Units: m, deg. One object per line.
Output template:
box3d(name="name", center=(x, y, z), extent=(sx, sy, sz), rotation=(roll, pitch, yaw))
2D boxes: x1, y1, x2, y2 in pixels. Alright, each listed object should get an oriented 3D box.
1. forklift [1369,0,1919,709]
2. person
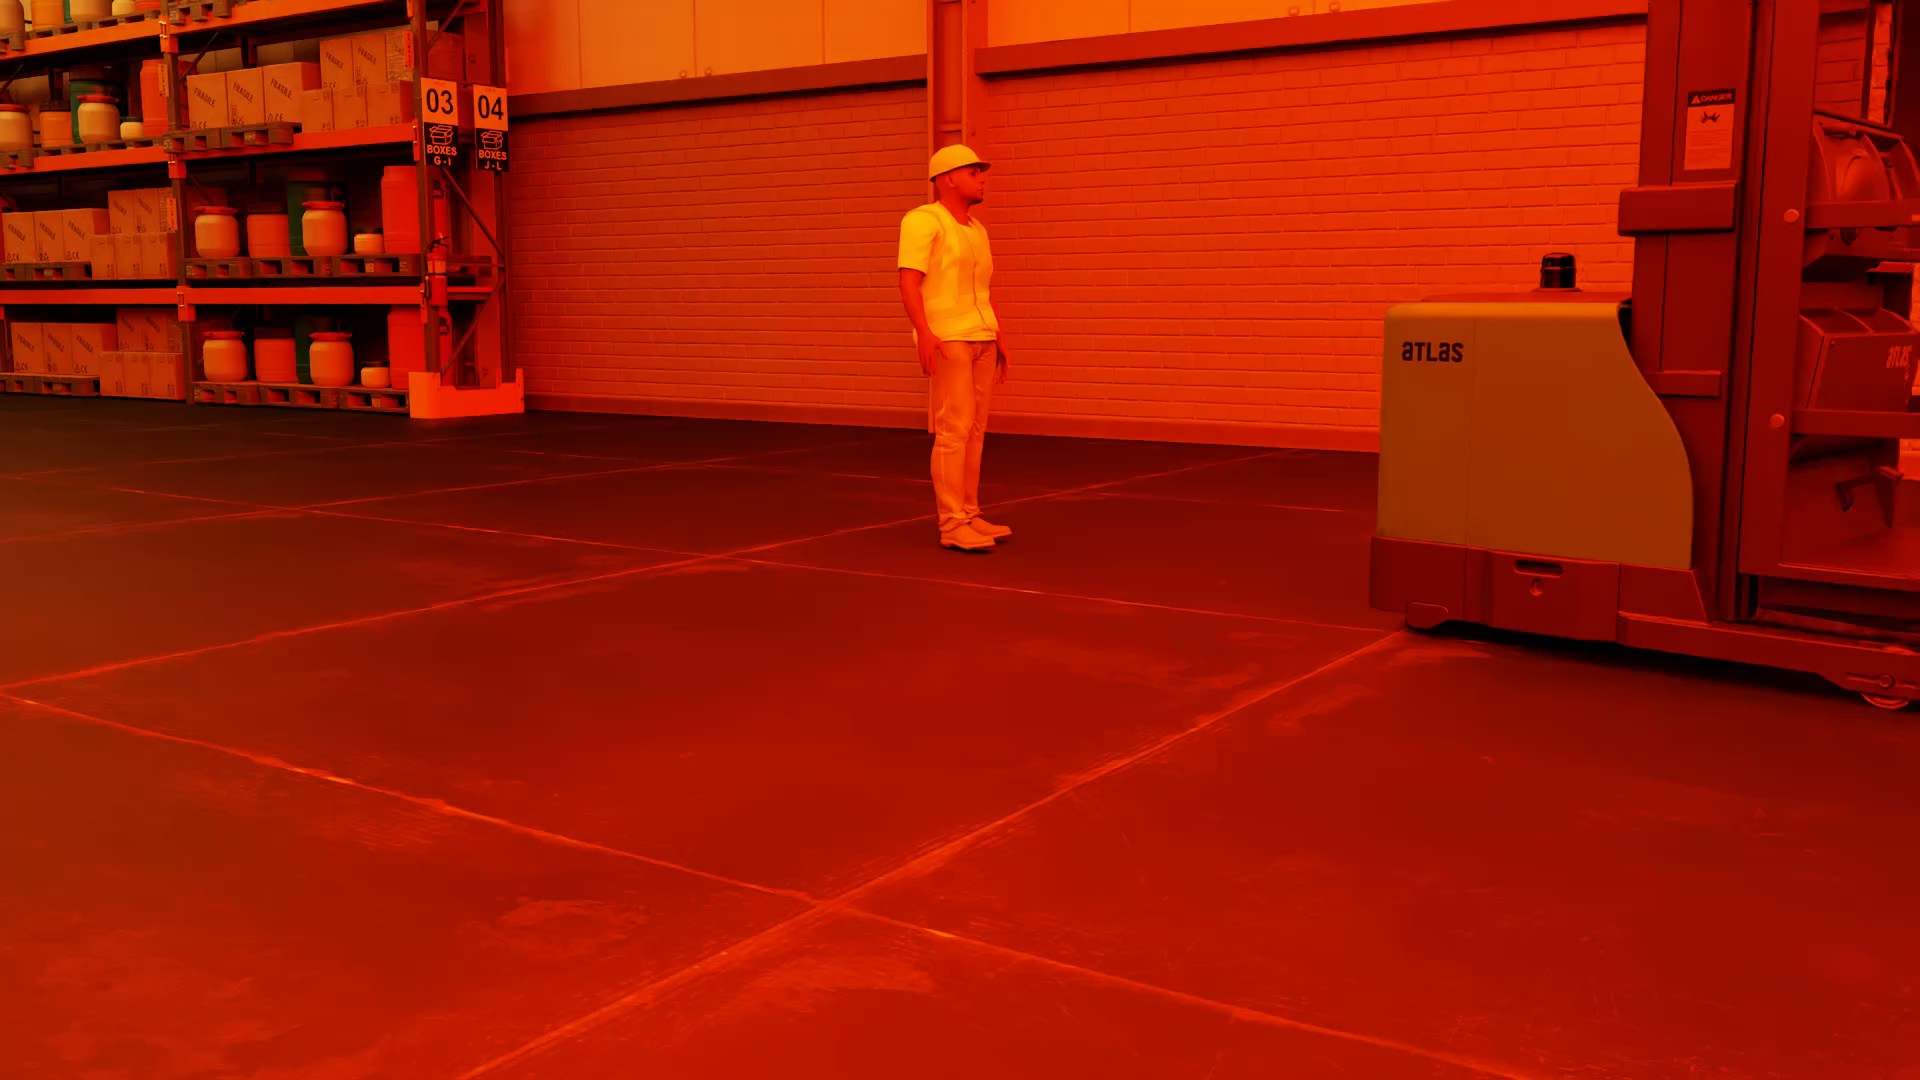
box3d(name="forklift", center=(2.776, -1.064, 4.673), extent=(3.031, 2.935, 1.130), rotation=(8, 11, 43))
box3d(name="person", center=(0.054, -0.875, 7.435), extent=(0.577, 1.765, 0.665), rotation=(5, 10, 34))
